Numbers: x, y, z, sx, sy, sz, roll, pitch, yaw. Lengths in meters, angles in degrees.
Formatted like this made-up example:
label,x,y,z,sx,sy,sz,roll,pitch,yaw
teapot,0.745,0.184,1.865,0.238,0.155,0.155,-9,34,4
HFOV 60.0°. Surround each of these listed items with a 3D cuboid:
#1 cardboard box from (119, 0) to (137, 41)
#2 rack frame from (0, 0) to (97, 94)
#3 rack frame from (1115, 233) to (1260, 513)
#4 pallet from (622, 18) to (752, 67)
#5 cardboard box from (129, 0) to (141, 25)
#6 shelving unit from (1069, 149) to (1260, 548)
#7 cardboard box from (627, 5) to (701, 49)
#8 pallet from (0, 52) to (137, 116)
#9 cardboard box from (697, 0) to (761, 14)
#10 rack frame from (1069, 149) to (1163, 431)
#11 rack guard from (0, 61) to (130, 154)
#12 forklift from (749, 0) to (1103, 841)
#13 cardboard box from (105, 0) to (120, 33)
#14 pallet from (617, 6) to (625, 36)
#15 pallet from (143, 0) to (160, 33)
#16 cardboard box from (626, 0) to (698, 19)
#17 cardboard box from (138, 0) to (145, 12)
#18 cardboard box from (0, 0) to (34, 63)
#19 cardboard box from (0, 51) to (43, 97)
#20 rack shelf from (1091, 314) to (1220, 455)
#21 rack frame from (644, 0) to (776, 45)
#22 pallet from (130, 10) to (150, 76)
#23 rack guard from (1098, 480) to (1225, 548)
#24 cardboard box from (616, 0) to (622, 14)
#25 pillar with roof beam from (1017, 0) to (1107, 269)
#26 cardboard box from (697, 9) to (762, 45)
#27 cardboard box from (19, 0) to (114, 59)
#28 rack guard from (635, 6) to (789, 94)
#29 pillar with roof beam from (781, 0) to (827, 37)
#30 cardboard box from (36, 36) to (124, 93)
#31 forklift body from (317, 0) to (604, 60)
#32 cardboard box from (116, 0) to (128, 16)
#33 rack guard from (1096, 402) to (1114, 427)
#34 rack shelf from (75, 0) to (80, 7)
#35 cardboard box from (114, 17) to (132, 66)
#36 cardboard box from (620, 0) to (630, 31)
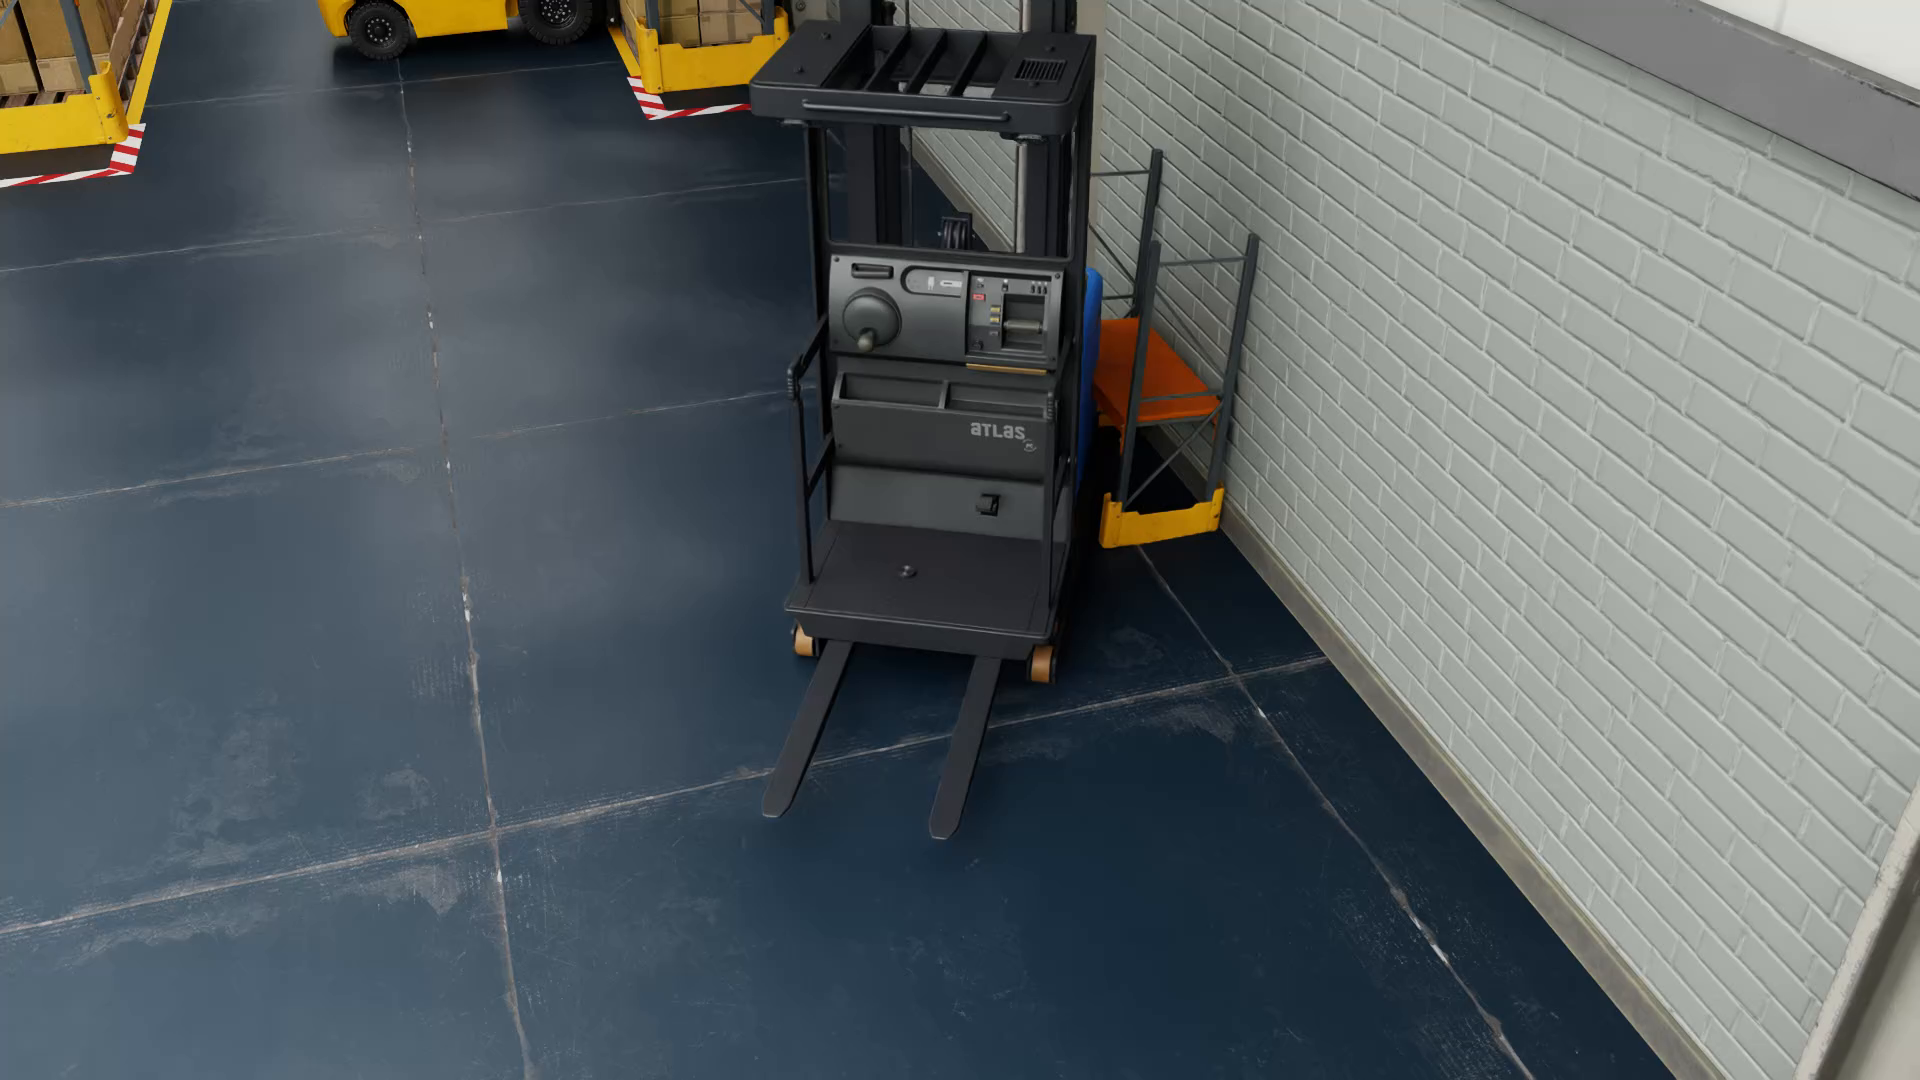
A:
label,x,y,z,sx,sy,sz,roll,pitch,yaw
cardboard box,-6.990,-4.162,13.441,0.500,0.250,0.500,-8,34,-12
rack frame,-6.680,-4.110,11.249,1.000,3.000,0.127,-10,35,-15
rack frame,0.980,-0.634,7.359,0.500,1.500,0.032,-7,35,-17
pallet,-2.228,-4.178,13.881,1.003,0.211,1.213,-10,35,-15
cardboard box,-7.142,-4.427,13.843,0.500,0.250,0.500,-9,35,-14
shelving unit,0.819,-0.911,7.765,0.587,1.500,1.083,-7,35,-17
cardboard box,-2.399,-4.168,13.451,0.500,0.250,0.500,-10,35,-14
pallet,-6.918,-3.419,12.733,1.003,0.211,1.213,-10,35,-15
cardboard box,-1.900,-4.465,13.446,0.500,0.250,0.500,-9,35,-14
rack frame,0.664,-1.179,8.157,0.500,1.500,0.032,-7,35,-17
rack guard,-6.704,-3.107,11.999,1.175,0.500,0.348,-10,35,-15
forklift,-0.096,-0.851,6.379,1.130,2.935,3.031,6,34,9
cardboard box,-6.835,-4.207,12.829,0.500,0.500,0.500,-11,35,-17
pallet,-2.596,-4.817,14.849,1.003,0.211,1.213,-10,35,-15
pallet,-7.662,-4.700,14.672,1.003,0.211,1.213,-10,35,-15
cardboard box,-2.401,-4.386,13.327,0.500,0.250,0.500,-10,35,-15
cardboard box,-7.292,-4.695,14.248,0.500,0.250,0.500,-11,35,-16
cardboard box,-7.173,-3.828,12.255,0.500,0.500,0.500,-10,35,-14
cardboard box,-7.190,-3.530,12.484,0.500,0.250,0.500,-10,35,-15
rack shelf,0.811,-0.756,7.856,0.538,0.185,1.000,-7,35,-17
rack frame,-1.954,-4.947,12.515,1.000,3.000,0.127,-10,35,-15
pallet,-7.286,-4.059,13.700,1.003,0.211,1.213,-10,35,-15
rack guard,0.935,-0.122,7.715,0.587,0.250,0.087,-7,35,-17
cardboard box,-2.685,-4.695,14.248,0.500,0.250,0.500,-10,35,-14
pillar with roof beam,-3.578,-4.093,5.781,9.100,9.000,0.400,-10,35,-15
cardboard box,-1.918,-4.266,13.598,0.500,0.250,0.500,-10,35,-15
cardboard box,-6.671,-3.933,12.415,0.500,0.500,0.500,-11,35,-16
rack guard,-1.947,-3.891,13.185,1.175,0.500,0.348,-10,35,-15
pillar with roof beam,-5.408,-7.243,10.548,9.100,9.000,0.400,-10,35,-15
cardboard box,-6.663,-3.608,12.603,0.500,0.250,0.500,-10,35,-15
forklift body,-4.270,-5.281,13.792,2.313,2.155,1.214,-10,35,-15
cardboard box,-6.980,-4.472,13.230,0.500,0.500,0.500,-9,35,-14
rack guard,0.626,-0.656,8.497,0.587,0.250,0.087,-7,35,-17
rack shelf,-7.290,-4.860,13.037,1.077,0.370,4.000,-10,35,-15
cardboard box,-6.812,-3.877,13.010,0.500,0.250,0.500,-9,34,-13
cardboard box,-2.541,-4.431,13.848,0.500,0.250,0.500,-10,35,-15
